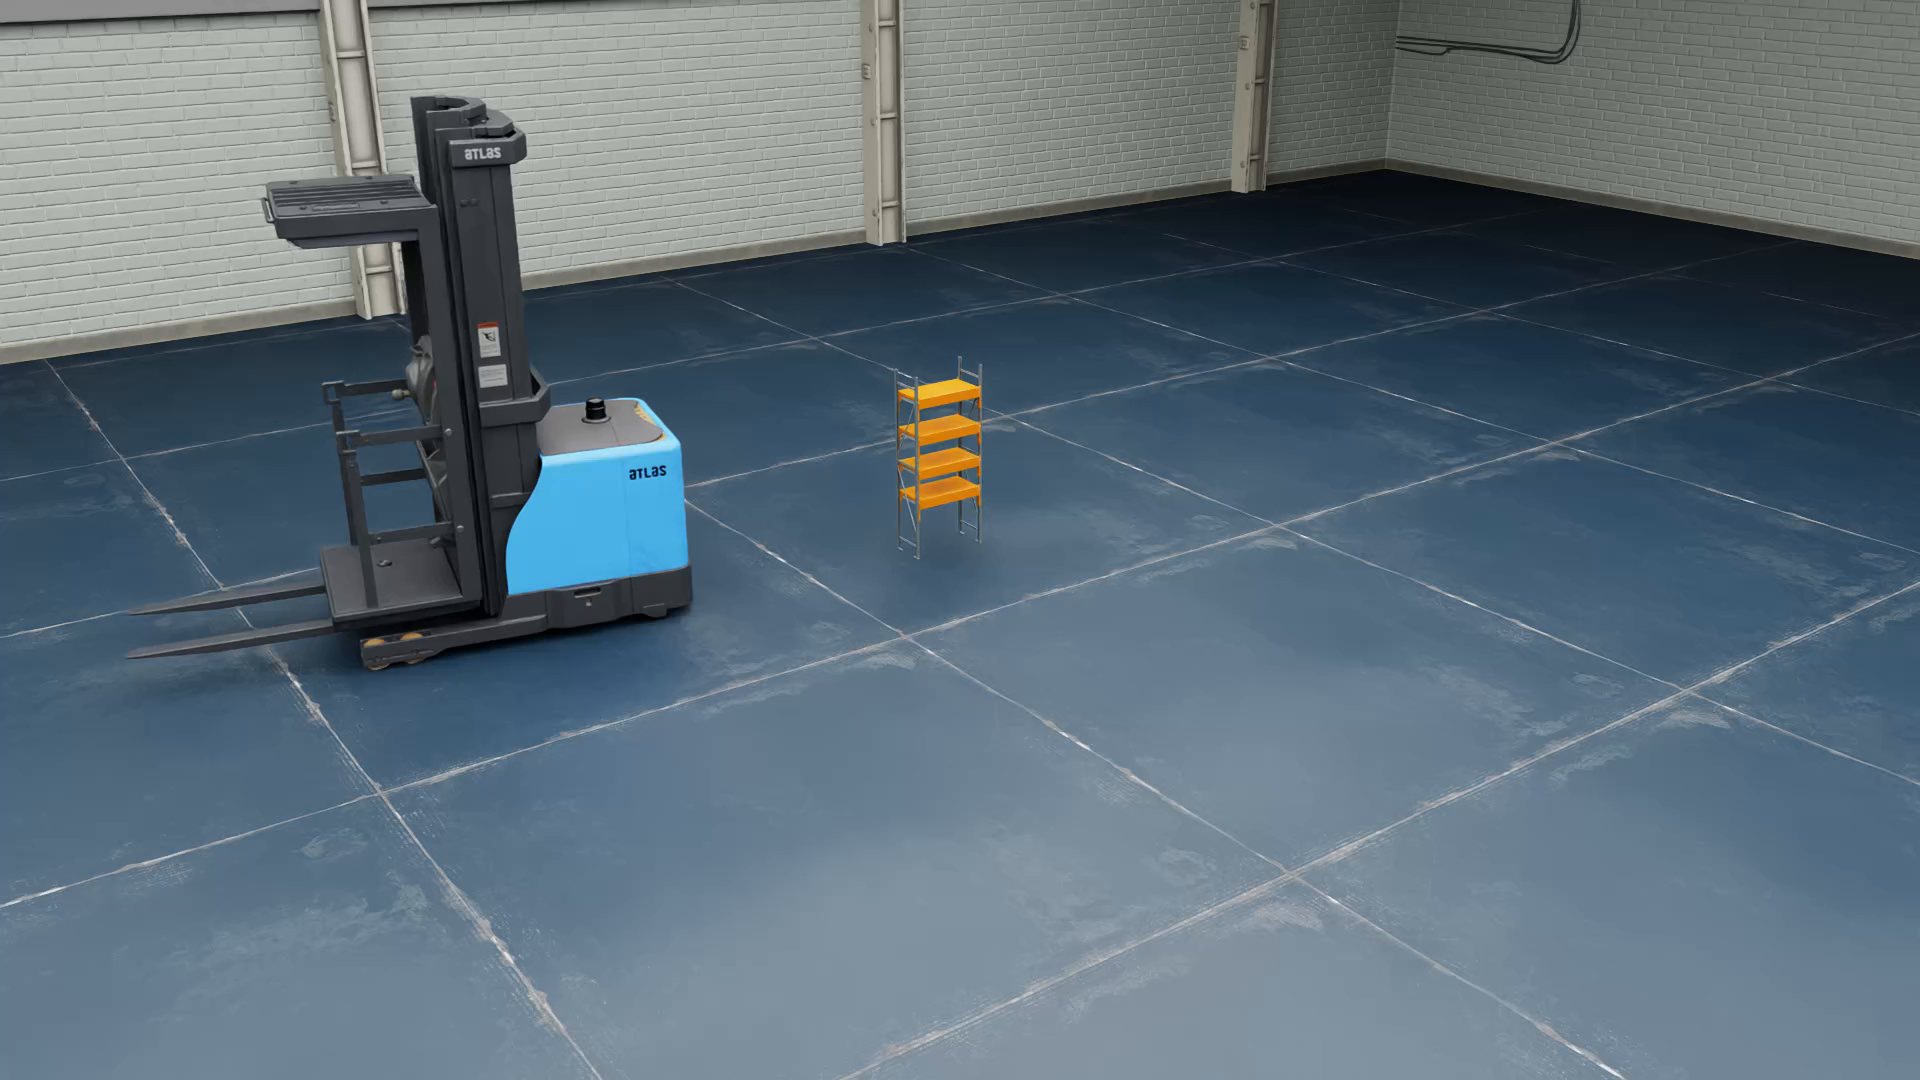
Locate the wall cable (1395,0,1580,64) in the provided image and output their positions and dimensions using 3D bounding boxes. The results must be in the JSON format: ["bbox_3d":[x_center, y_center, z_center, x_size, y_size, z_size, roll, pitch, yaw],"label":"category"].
[{"bbox_3d":[7.150,-7.826,22.555,0.112,2.526,3.097,-15,26,-33],"label":"wall cable"}]

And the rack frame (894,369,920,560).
[{"bbox_3d":[-0.332,-0.469,10.452,0.015,1.200,0.240,-15,26,-33],"label":"rack frame"}]

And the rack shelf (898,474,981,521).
[{"bbox_3d":[-0.134,-0.275,10.683,0.480,0.148,0.258,-15,26,-33],"label":"rack shelf"}]

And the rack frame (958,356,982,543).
[{"bbox_3d":[0.064,-0.574,10.717,0.015,1.200,0.240,-15,26,-33],"label":"rack frame"}]

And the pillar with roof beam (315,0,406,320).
[{"bbox_3d":[-3.240,-5.135,11.624,0.400,9.000,9.100,-15,26,-33],"label":"pillar with roof beam"}]

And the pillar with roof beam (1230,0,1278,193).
[{"bbox_3d":[6.501,-7.733,18.133,0.400,9.000,9.100,-15,26,-33],"label":"pillar with roof beam"}]

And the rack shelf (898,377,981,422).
[{"bbox_3d":[-0.134,-0.886,10.439,0.480,0.148,0.258,-15,26,-33],"label":"rack shelf"}]

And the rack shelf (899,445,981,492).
[{"bbox_3d":[-0.134,-0.459,10.609,0.480,0.148,0.258,-15,26,-33],"label":"rack shelf"}]

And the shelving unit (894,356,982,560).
[{"bbox_3d":[-0.134,-0.521,10.584,0.503,1.200,0.258,-15,26,-33],"label":"shelving unit"}]

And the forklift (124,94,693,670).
[{"bbox_3d":[-3.139,-0.872,9.128,3.031,2.935,1.130,-9,24,-22],"label":"forklift"}]

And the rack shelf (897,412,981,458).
[{"bbox_3d":[-0.134,-0.667,10.526,0.480,0.148,0.258,-15,26,-33],"label":"rack shelf"}]

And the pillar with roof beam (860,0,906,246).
[{"bbox_3d":[1.630,-6.434,14.878,0.400,9.000,9.100,-15,26,-33],"label":"pillar with roof beam"}]
